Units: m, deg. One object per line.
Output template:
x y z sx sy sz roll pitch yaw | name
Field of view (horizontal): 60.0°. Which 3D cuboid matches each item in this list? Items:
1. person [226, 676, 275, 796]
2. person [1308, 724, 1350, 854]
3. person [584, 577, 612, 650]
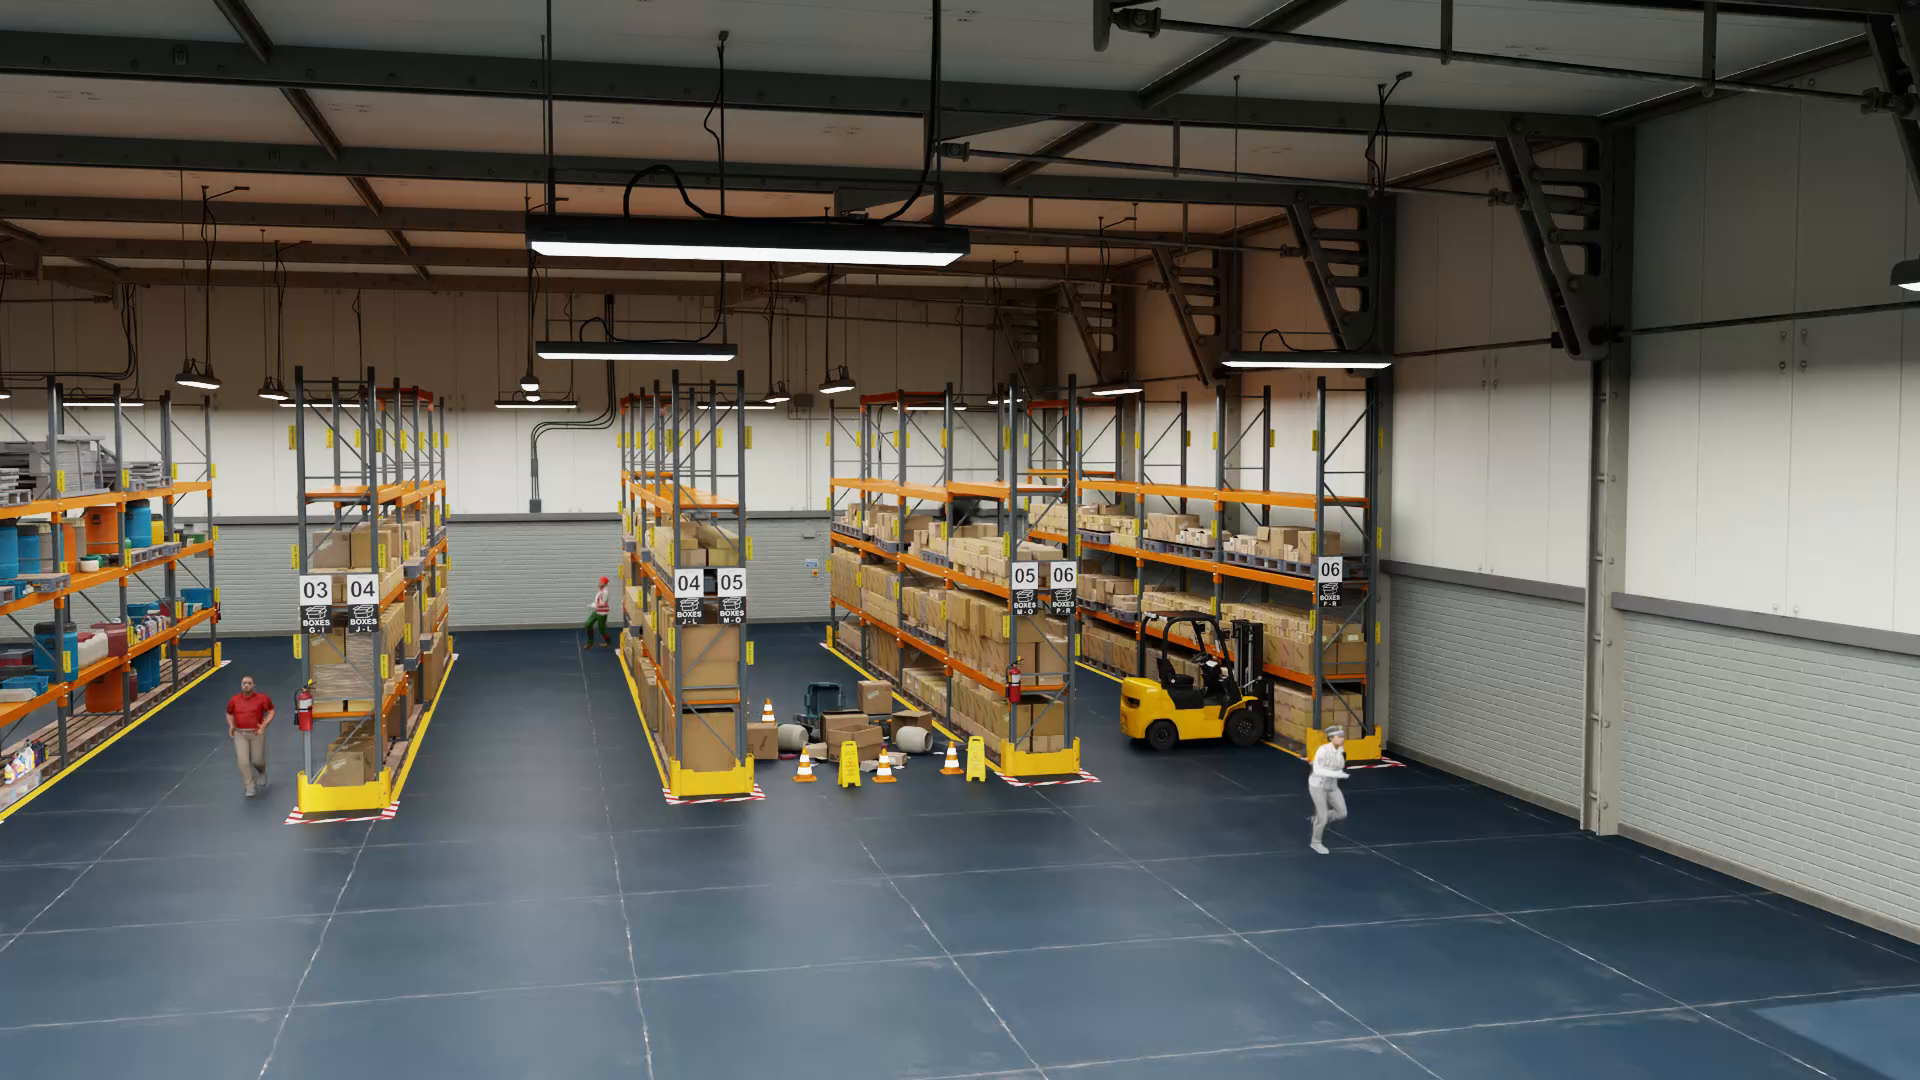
-10.036 2.757 23.502 0.648 1.679 0.575 -1 3 -13 | person
4.476 3.007 20.073 0.597 1.628 0.660 -2 4 -32 | person
-8.563 1.746 39.629 0.705 1.755 0.688 -3 4 -37 | person
